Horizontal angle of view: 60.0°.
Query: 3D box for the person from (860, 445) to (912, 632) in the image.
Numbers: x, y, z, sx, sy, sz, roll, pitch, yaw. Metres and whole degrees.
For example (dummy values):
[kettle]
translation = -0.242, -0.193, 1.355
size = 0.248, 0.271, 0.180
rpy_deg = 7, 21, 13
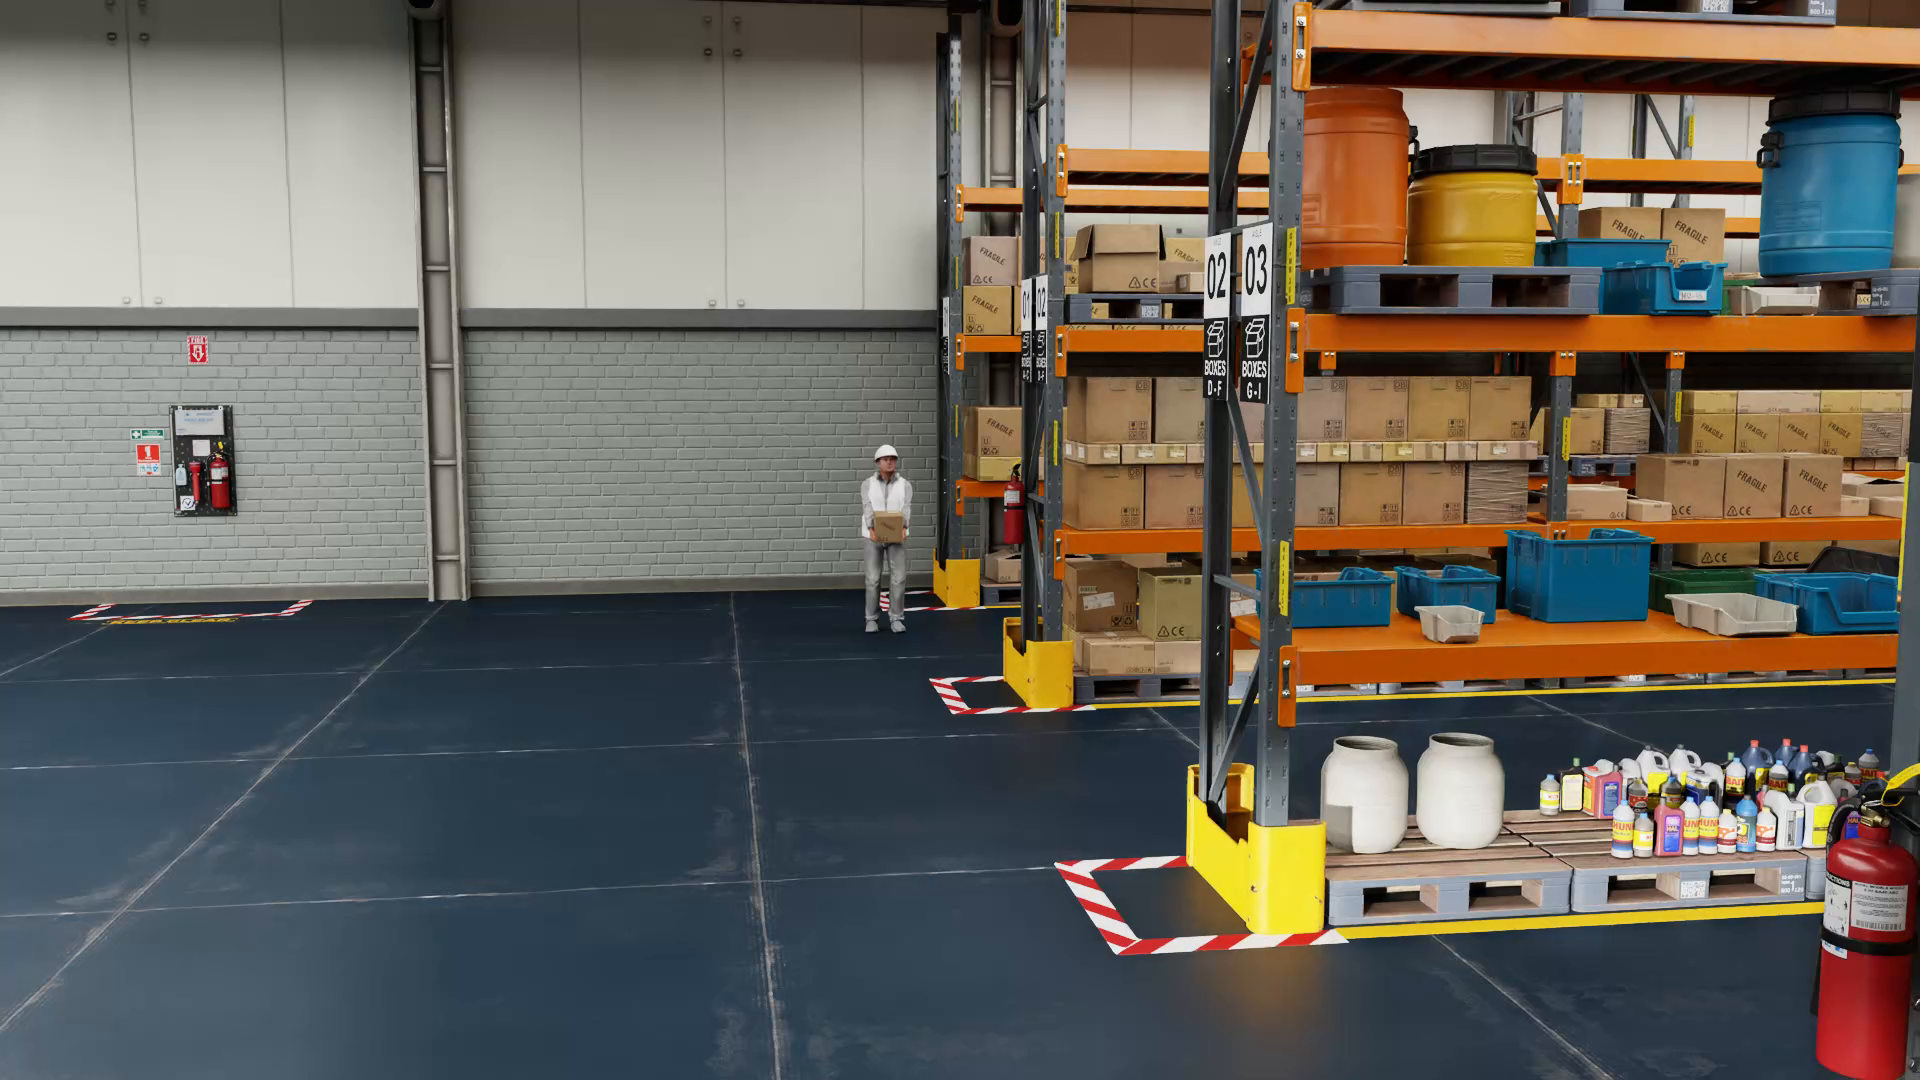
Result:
[person]
translation = -0.682, -0.009, 15.719
size = 0.494, 1.762, 0.555
rpy_deg = -1, 6, -8
